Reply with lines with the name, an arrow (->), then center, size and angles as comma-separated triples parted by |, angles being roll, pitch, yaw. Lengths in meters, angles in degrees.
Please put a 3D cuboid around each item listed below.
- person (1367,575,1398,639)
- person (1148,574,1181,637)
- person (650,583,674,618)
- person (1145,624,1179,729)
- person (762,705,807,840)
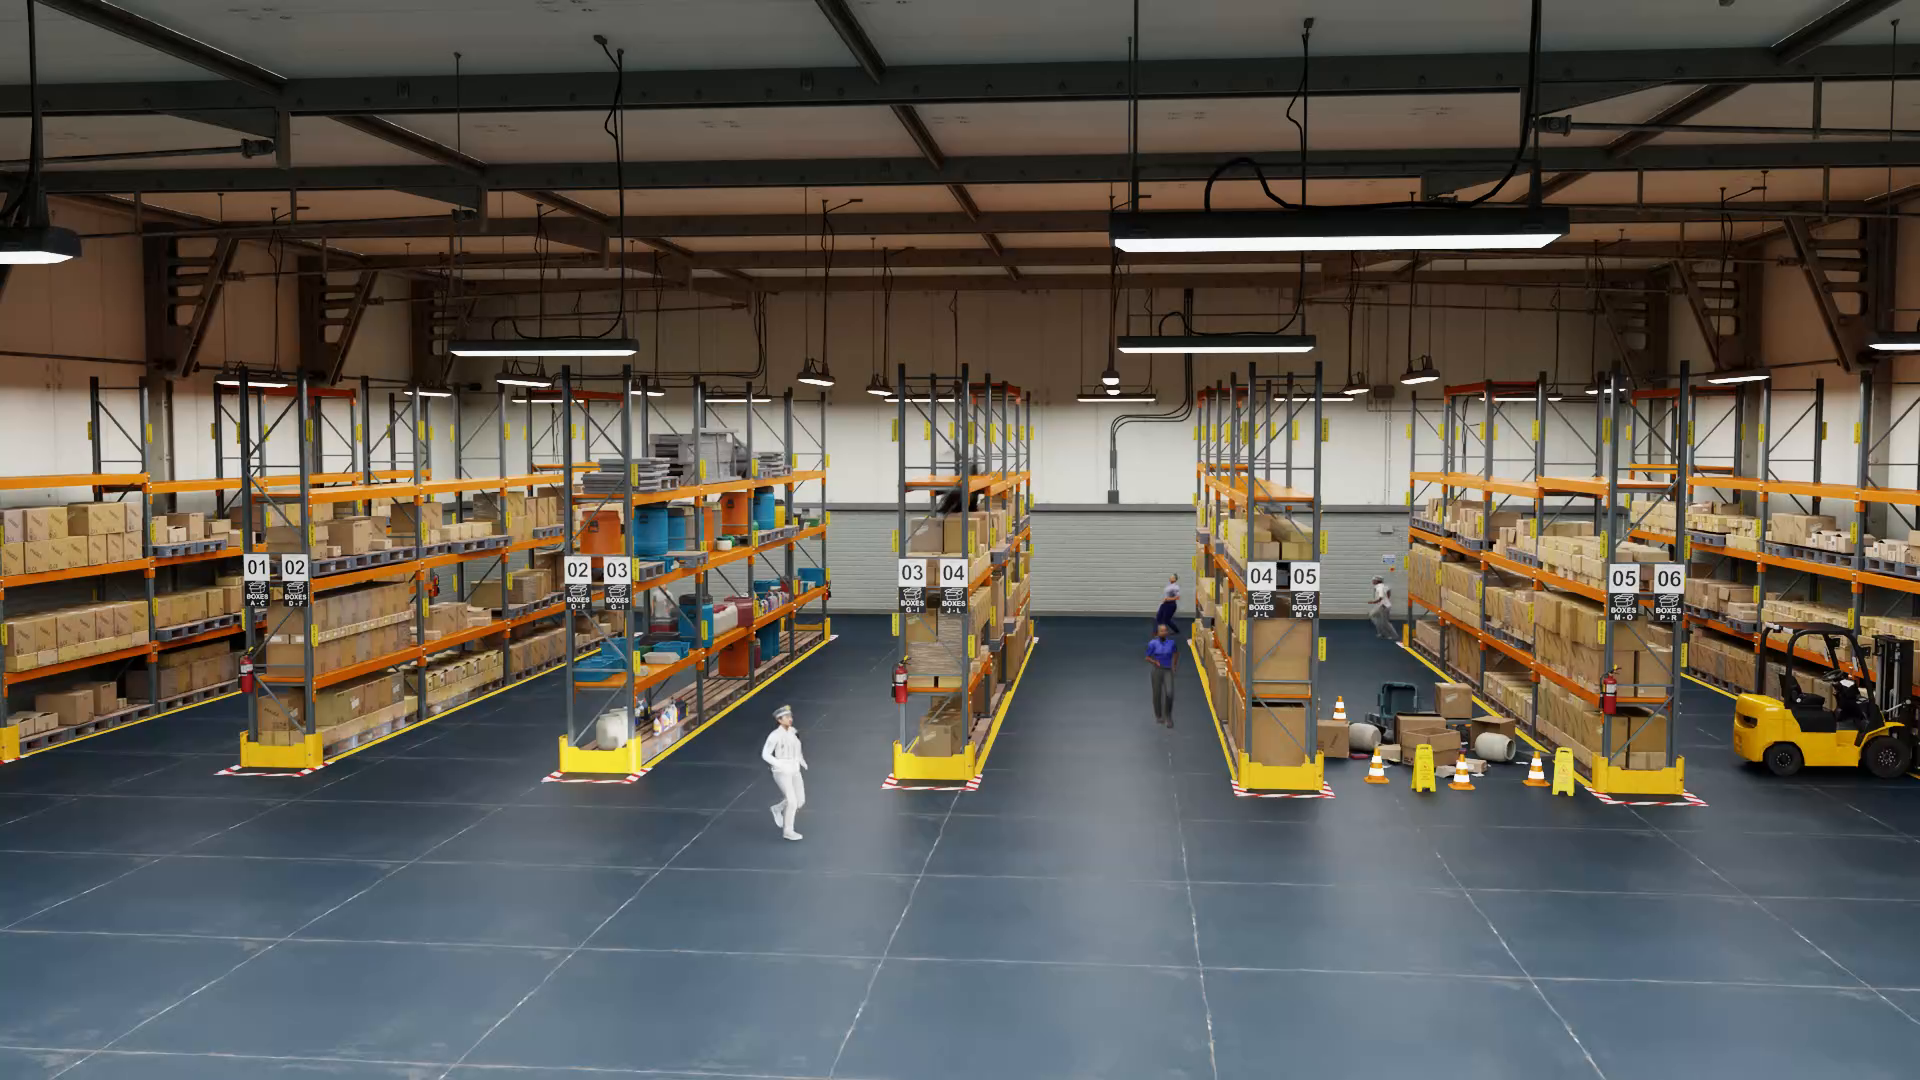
person -> 10.283, 1.623, 40.416 | 0.757, 1.582, 0.615 | 1, 4, 13
person -> 5.048, 1.609, 40.545 | 0.780, 1.599, 0.736 | -1, 4, -12
person -> -6.886, 1.731, 38.424 | 0.553, 1.624, 0.595 | 0, 4, -6
person -> 3.263, 2.197, 26.799 | 0.572, 1.683, 0.691 | 0, 4, 1
person -> -2.172, 2.859, 20.559 | 0.569, 1.642, 0.615 | 3, 5, 40
